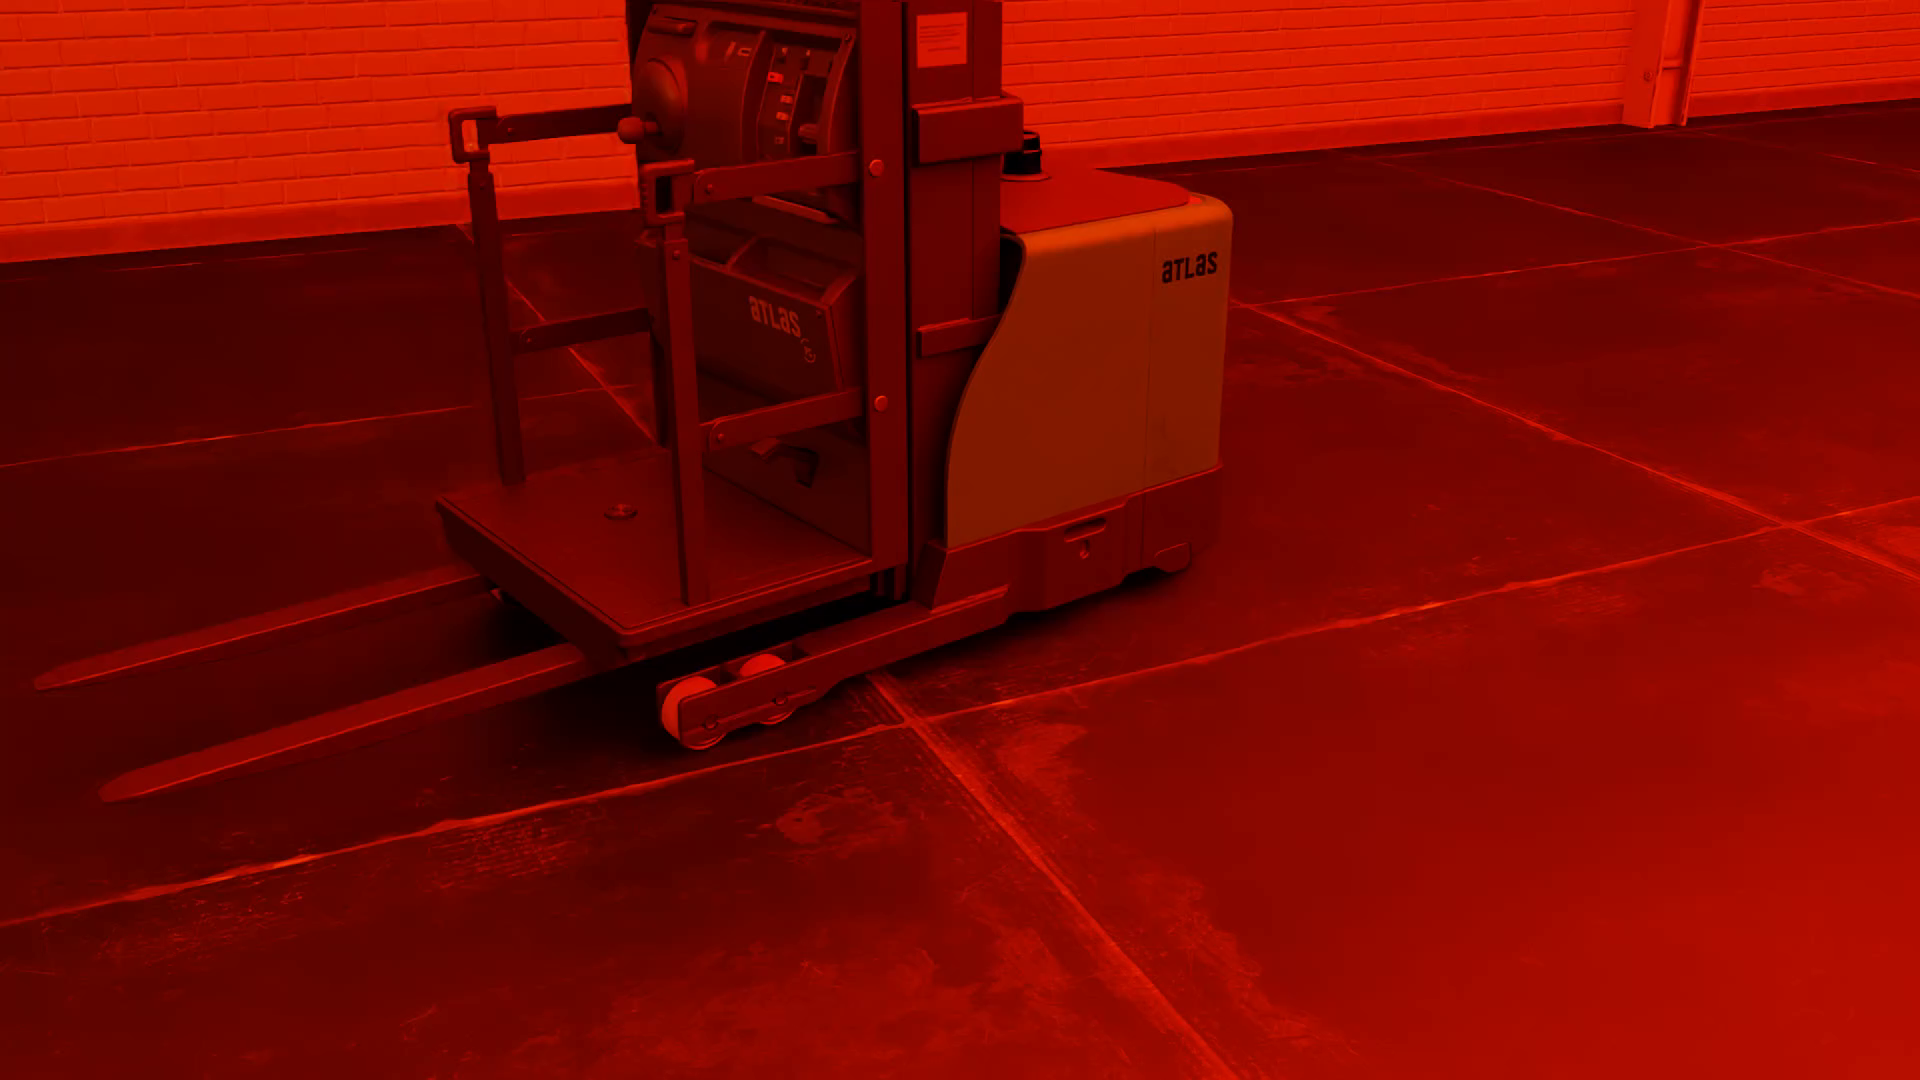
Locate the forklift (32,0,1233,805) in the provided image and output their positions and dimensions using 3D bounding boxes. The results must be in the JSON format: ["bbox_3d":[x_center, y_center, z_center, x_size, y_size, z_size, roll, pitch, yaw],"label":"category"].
[{"bbox_3d":[-0.705,-1.089,3.908,3.031,2.935,1.130,-17,28,-35],"label":"forklift"}]
